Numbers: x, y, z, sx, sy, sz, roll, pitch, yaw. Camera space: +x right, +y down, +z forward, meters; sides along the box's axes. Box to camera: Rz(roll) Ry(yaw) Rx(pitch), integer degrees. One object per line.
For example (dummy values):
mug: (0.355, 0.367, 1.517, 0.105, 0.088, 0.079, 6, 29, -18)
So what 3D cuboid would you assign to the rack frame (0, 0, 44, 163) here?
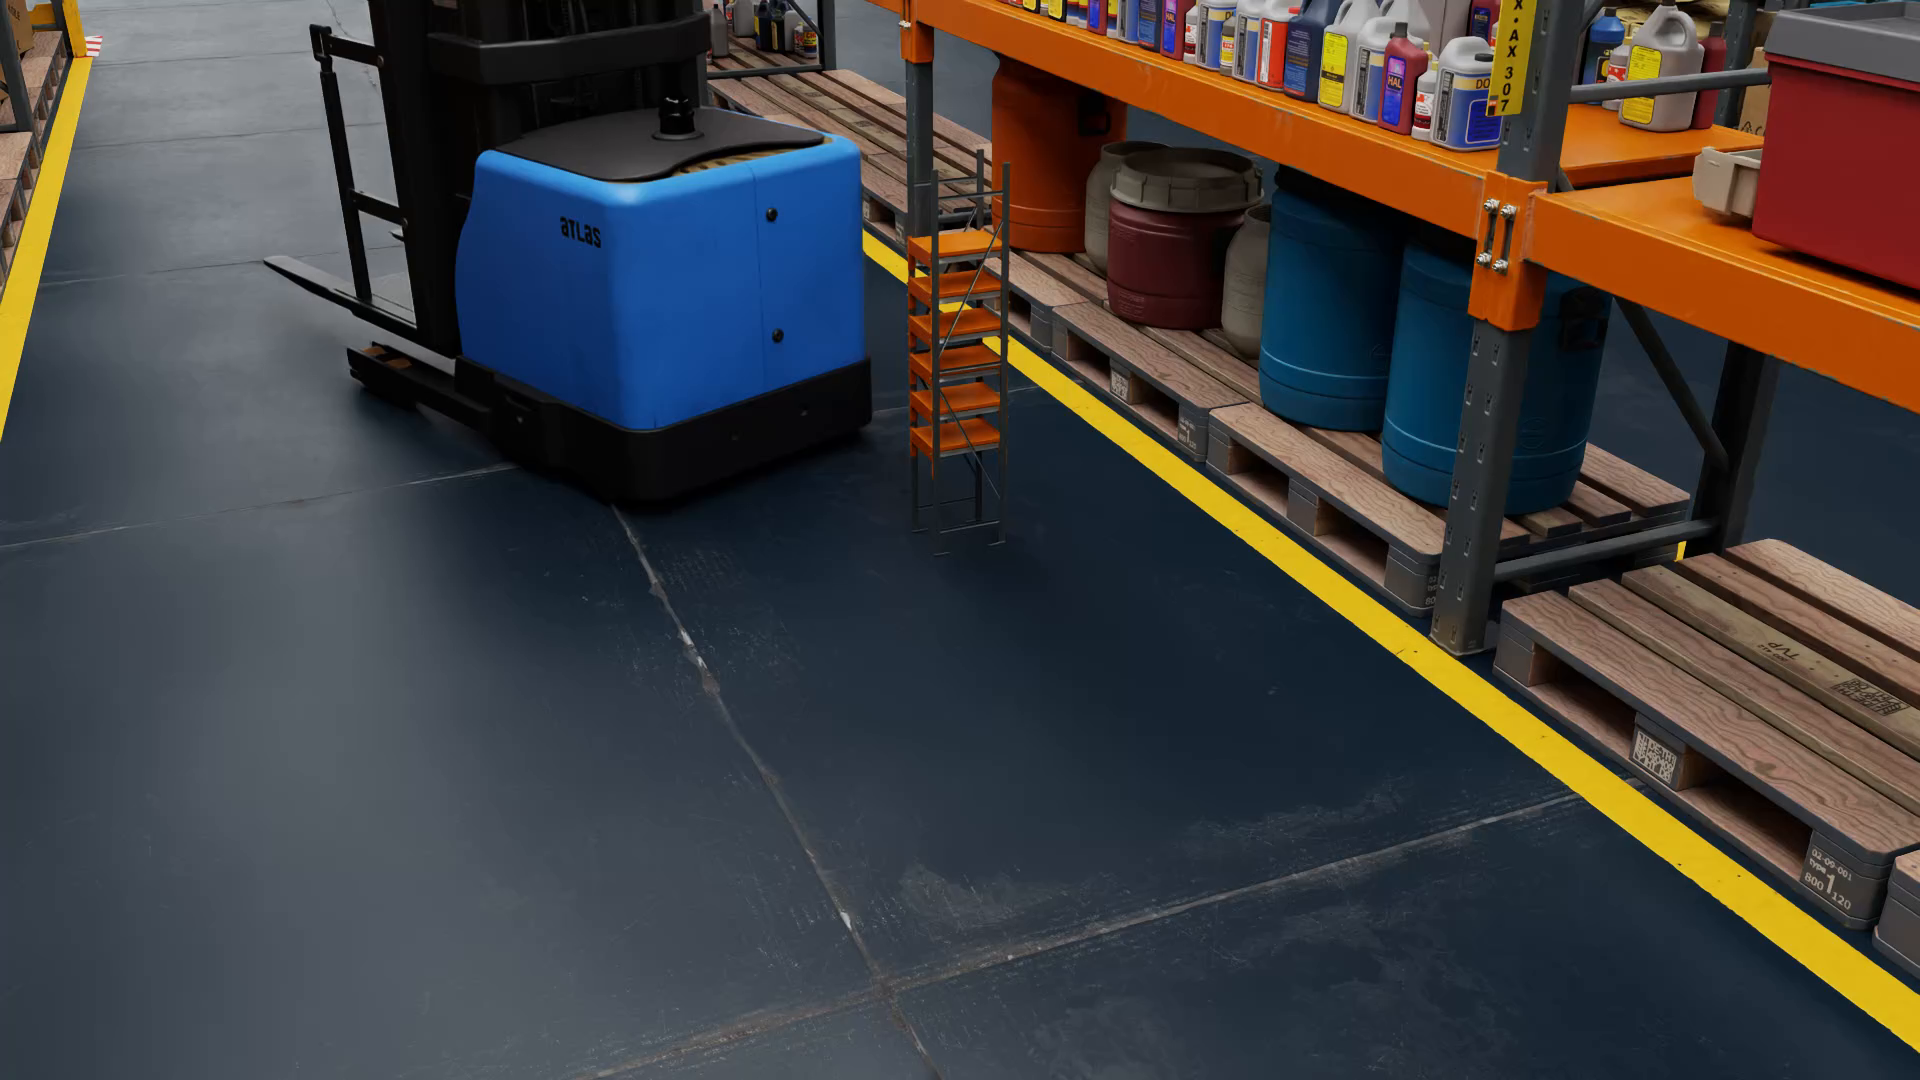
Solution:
rack frame: (-5.890, -3.506, 9.012, 1.000, 3.000, 0.127, -11, 28, -21)

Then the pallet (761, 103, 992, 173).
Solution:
pallet: (-0.508, -2.301, 9.721, 1.003, 0.211, 1.213, -11, 28, -21)

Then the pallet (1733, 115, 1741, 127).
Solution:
pallet: (4.506, -2.678, 10.494, 1.003, 0.211, 1.213, -11, 28, -21)

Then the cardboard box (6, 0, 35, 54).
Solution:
cardboard box: (-6.962, -3.696, 11.772, 0.500, 0.500, 0.500, -3, 26, -7)

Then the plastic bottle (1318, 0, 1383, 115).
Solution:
plastic bottle: (1.139, -1.420, 4.796, 0.144, 0.351, 0.185, -11, 28, -21)

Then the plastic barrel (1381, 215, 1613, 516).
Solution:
plastic barrel: (1.603, -0.596, 4.965, 0.600, 0.901, 0.708, -11, 28, -21)

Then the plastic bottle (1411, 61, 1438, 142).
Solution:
plastic bottle: (1.278, -1.184, 4.483, 0.097, 0.201, 0.097, 0, 26, 0)

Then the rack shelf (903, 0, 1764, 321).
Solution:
rack shelf: (1.017, -1.612, 5.952, 1.077, 0.370, 4.000, -11, 28, -21)

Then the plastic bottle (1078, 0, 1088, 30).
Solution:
plastic bottle: (0.488, -2.030, 6.135, 0.097, 0.271, 0.097, 0, 26, 0)

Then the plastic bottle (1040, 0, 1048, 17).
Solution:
plastic bottle: (0.359, -2.131, 6.422, 0.097, 0.201, 0.097, 0, 26, 0)

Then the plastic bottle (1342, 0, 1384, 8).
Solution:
plastic bottle: (1.199, -1.520, 5.000, 0.144, 0.351, 0.185, -11, 28, -21)

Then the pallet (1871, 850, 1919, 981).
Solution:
pallet: (2.605, 0.909, 3.148, 1.003, 0.211, 1.213, -11, 28, -21)

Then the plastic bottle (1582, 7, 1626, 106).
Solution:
plastic bottle: (1.897, -1.428, 4.902, 0.097, 0.271, 0.097, 0, 26, 0)

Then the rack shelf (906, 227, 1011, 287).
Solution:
rack shelf: (-0.006, -0.829, 4.860, 0.258, 0.103, 0.180, -11, 28, -21)

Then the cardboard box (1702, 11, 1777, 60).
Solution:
cardboard box: (4.858, -3.059, 10.113, 0.500, 0.311, 0.500, -10, 28, -19)

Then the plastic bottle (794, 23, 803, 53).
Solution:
plastic bottle: (-1.134, -3.584, 11.859, 0.097, 0.201, 0.097, 0, 26, 0)

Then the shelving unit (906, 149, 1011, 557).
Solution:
shelving unit: (-0.006, -0.545, 4.999, 0.258, 1.200, 0.189, -11, 28, -21)

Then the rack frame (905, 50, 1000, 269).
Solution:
rack frame: (0.234, -2.742, 7.448, 1.000, 3.000, 0.127, -11, 28, -21)

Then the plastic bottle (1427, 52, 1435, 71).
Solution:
plastic bottle: (1.281, -1.248, 4.614, 0.097, 0.201, 0.097, 0, 26, 0)

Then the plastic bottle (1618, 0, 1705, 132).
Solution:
plastic bottle: (1.945, -1.320, 4.590, 0.144, 0.351, 0.185, -11, 28, -21)

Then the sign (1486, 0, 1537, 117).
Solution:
sign: (1.293, -1.158, 3.888, 0.100, 0.325, 0.005, -11, 28, -21)

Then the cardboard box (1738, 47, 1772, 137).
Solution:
cardboard box: (4.708, -2.434, 9.163, 0.500, 0.500, 0.500, -9, 28, -18)

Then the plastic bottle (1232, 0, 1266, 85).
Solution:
plastic bottle: (0.955, -1.581, 5.210, 0.152, 0.276, 0.135, -11, 28, -21)

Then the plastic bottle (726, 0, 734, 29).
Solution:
plastic bottle: (-1.756, -4.055, 12.824, 0.097, 0.201, 0.097, 0, 26, 0)

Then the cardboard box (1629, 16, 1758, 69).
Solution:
cardboard box: (4.361, -2.966, 9.923, 0.500, 0.311, 0.500, -10, 28, -19)

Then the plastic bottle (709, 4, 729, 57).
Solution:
plastic bottle: (-1.718, -3.600, 11.722, 0.144, 0.351, 0.185, -11, 28, -21)

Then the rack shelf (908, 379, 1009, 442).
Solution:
rack shelf: (-0.006, -0.397, 5.071, 0.258, 0.103, 0.180, -11, 28, -21)

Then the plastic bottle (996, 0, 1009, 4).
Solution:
plastic bottle: (0.192, -2.319, 6.714, 0.061, 0.283, 0.133, -11, 28, -21)

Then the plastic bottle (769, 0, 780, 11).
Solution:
plastic bottle: (-1.341, -3.838, 12.210, 0.144, 0.351, 0.185, -12, 28, -23)

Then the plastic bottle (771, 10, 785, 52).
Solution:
plastic bottle: (-1.304, -3.646, 11.892, 0.061, 0.283, 0.133, -11, 28, -21)

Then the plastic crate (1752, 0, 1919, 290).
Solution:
plastic crate: (1.919, -0.780, 3.287, 0.402, 0.464, 0.583, -11, 28, -21)

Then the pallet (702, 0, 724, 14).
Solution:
pallet: (-2.513, -4.368, 13.955, 1.003, 0.211, 1.213, -11, 28, -21)

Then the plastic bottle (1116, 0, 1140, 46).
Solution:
plastic bottle: (0.649, -1.897, 5.857, 0.152, 0.276, 0.135, -11, 28, -21)

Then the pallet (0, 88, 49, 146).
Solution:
pallet: (-6.186, -2.518, 10.167, 1.003, 0.211, 1.213, -11, 28, -21)

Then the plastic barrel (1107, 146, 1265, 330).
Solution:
plastic barrel: (0.883, -1.197, 6.553, 0.600, 0.588, 0.708, -11, 28, -21)

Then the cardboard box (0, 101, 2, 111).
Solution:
cardboard box: (-6.010, -2.740, 9.814, 0.500, 0.500, 0.500, -11, 28, -22)

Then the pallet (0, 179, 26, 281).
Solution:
pallet: (-5.102, -1.446, 7.971, 1.003, 0.211, 1.213, -11, 28, -21)

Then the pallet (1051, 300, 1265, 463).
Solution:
pallet: (1.055, -0.687, 6.415, 1.003, 0.211, 1.213, -11, 28, -21)

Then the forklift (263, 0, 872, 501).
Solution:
forklift: (-1.724, -1.986, 5.976, 3.031, 2.935, 1.130, 23, 34, 39)

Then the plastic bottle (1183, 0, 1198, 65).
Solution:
plastic bottle: (0.794, -1.683, 5.505, 0.097, 0.201, 0.097, 0, 26, 0)
